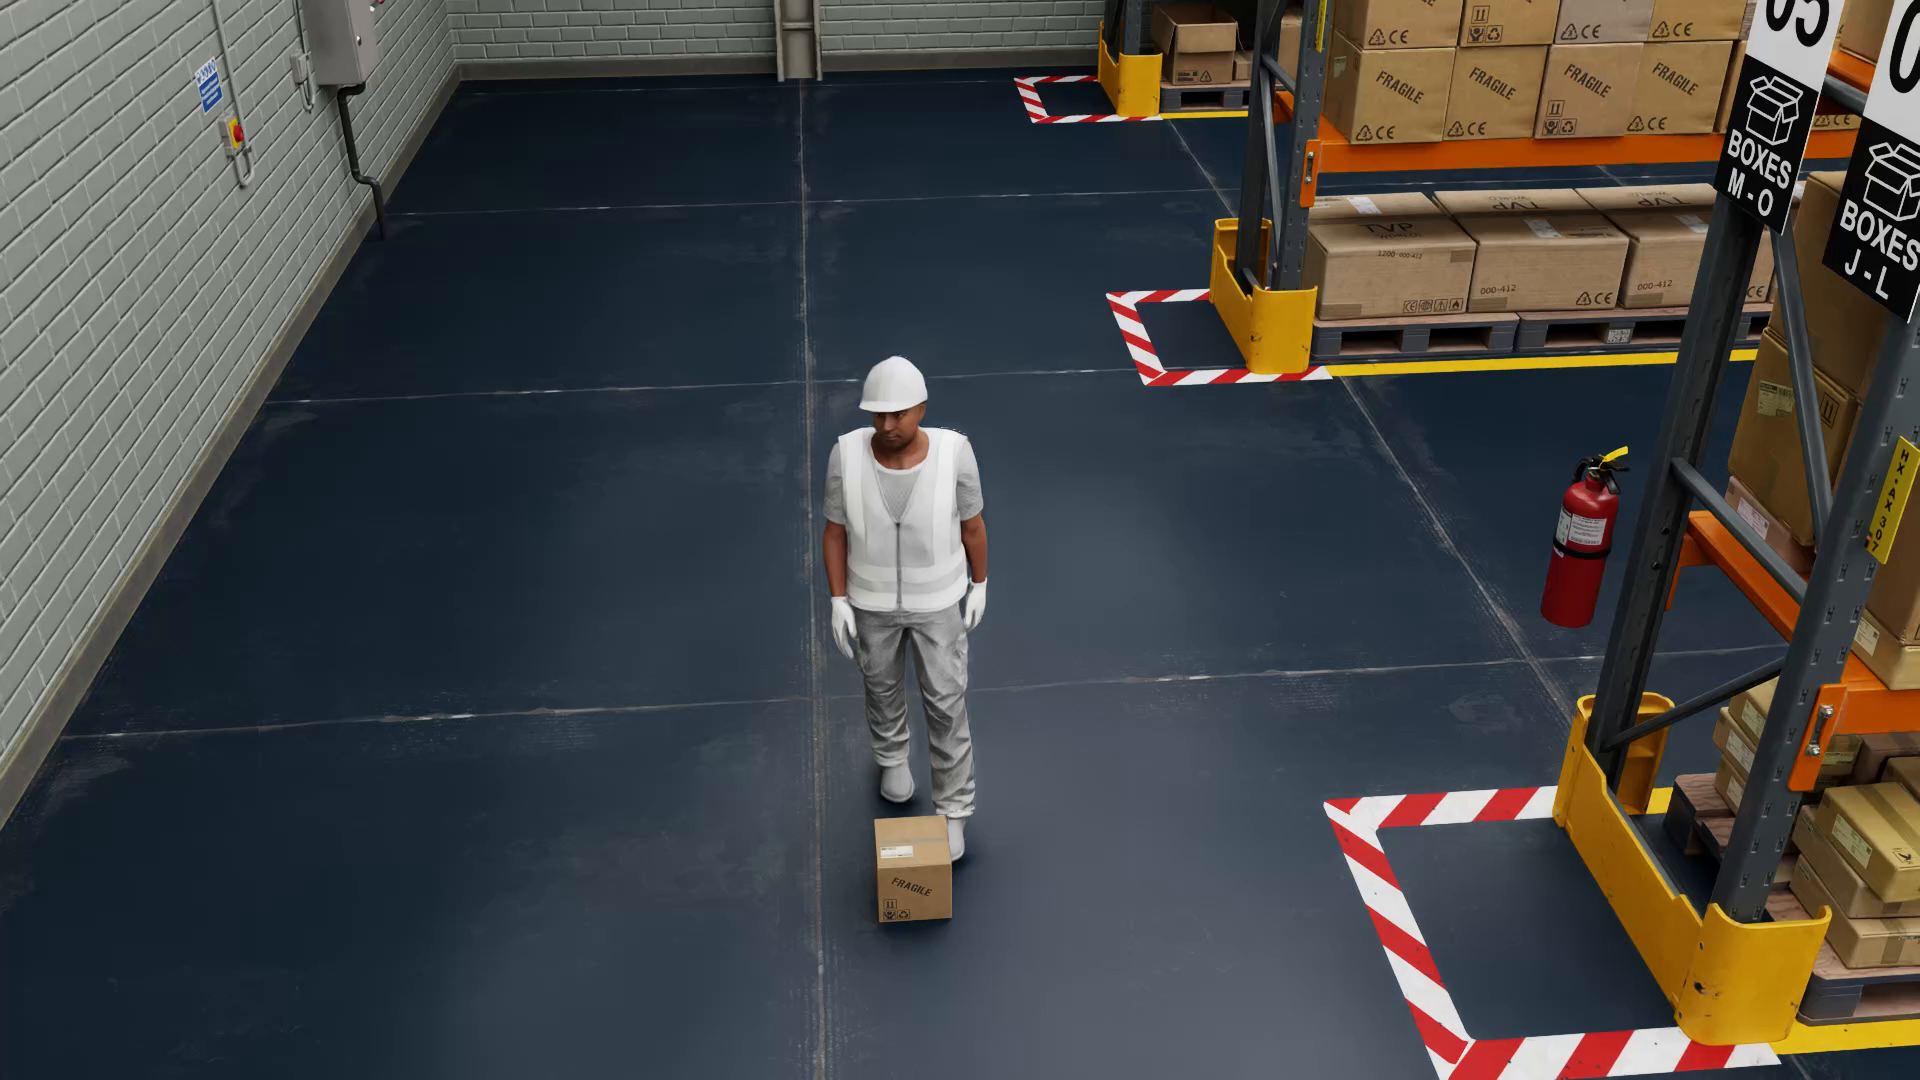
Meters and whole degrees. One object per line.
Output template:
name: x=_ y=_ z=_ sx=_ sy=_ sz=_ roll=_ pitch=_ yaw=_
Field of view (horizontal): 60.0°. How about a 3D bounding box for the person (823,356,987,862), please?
person: x=-0.196 y=0.243 z=5.679 sx=0.556 sy=1.777 sz=0.649 roll=2 pitch=31 yaw=4
